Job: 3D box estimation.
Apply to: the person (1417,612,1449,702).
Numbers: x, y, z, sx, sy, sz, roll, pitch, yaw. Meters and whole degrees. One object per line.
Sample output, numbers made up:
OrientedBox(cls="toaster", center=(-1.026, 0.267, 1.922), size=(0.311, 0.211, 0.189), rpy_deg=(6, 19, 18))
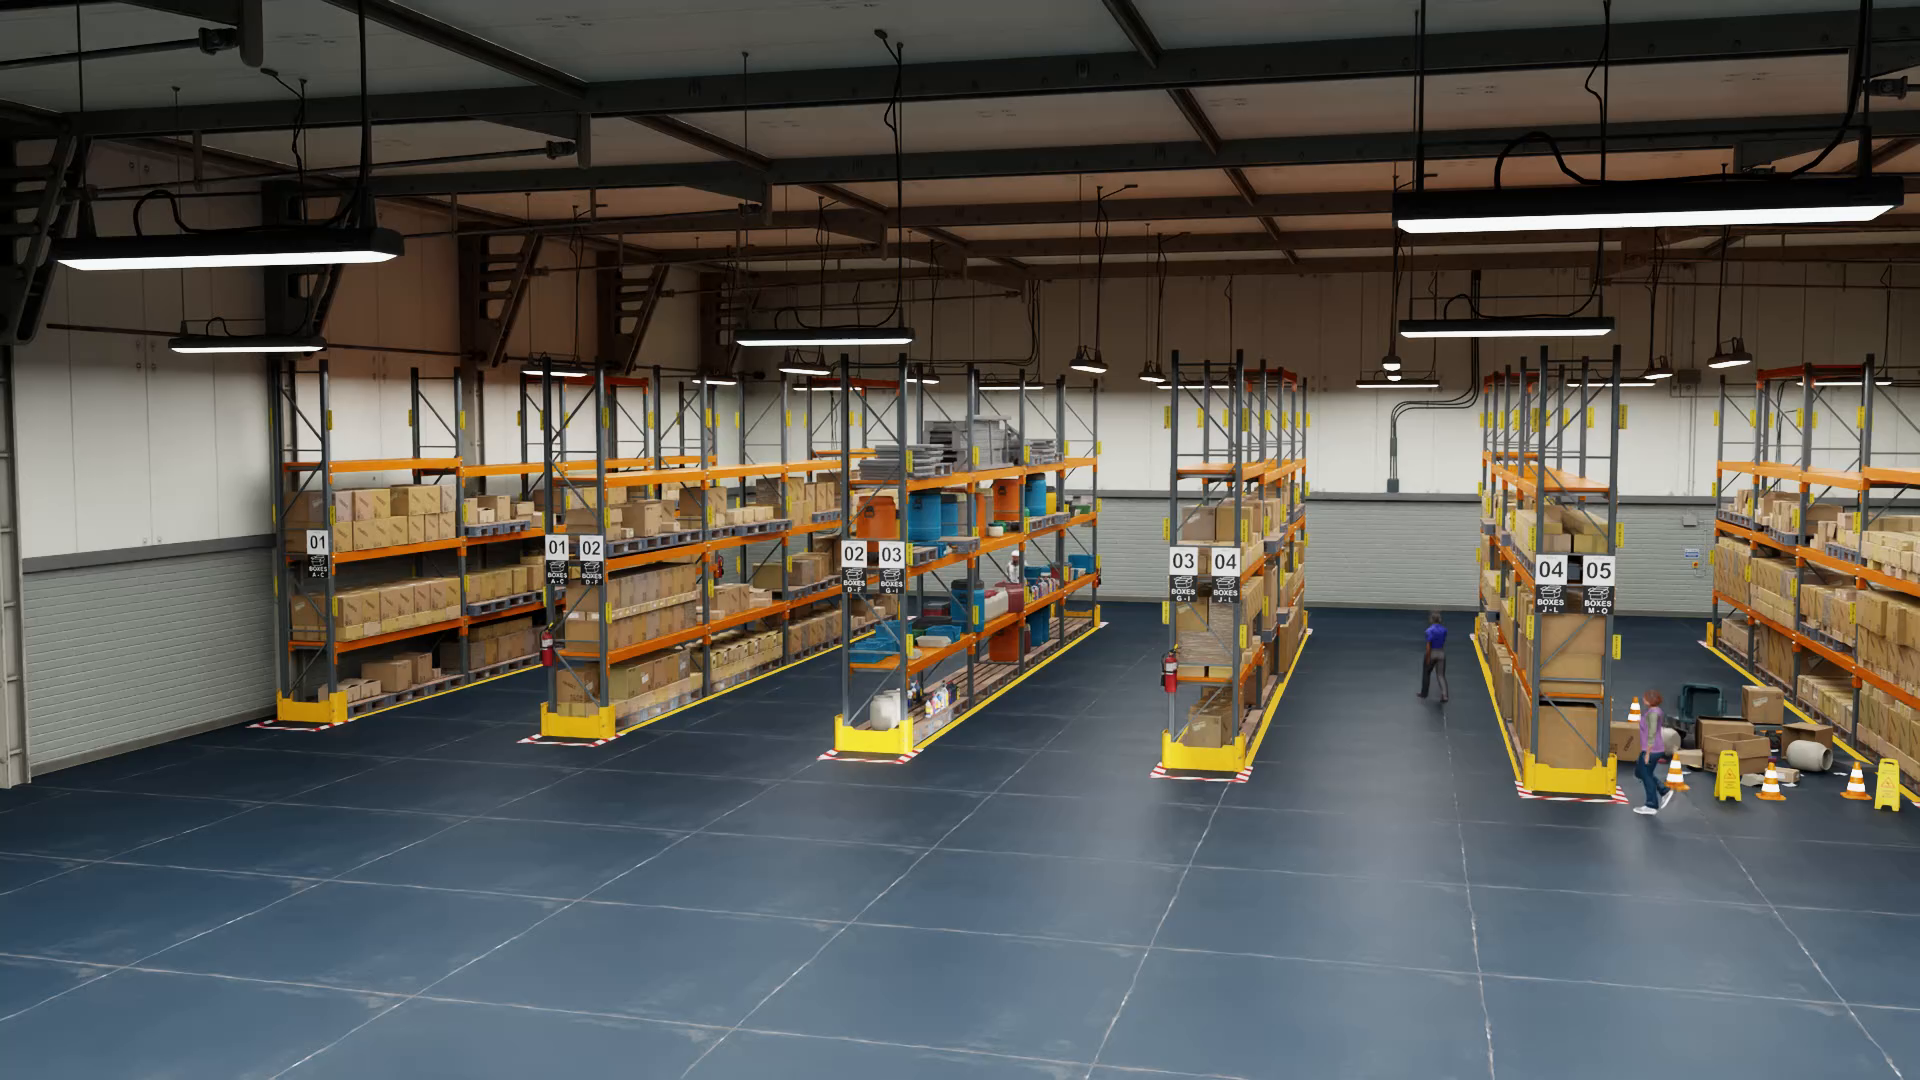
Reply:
OrientedBox(cls="person", center=(8.441, 2.071, 29.642), size=(0.424, 1.593, 0.986), rpy_deg=(-1, 4, -7))

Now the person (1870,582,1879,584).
OrientedBox(cls="person", center=(18.807, 1.710, 34.119), size=(0.503, 1.681, 0.444), rpy_deg=(-2, 4, -23))

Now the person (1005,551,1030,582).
OrientedBox(cls="person", center=(1.495, 1.098, 42.627), size=(0.671, 1.682, 0.715), rpy_deg=(2, 4, 24))

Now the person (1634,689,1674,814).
OrientedBox(cls="person", center=(8.799, 2.675, 21.038), size=(0.477, 1.589, 0.429), rpy_deg=(1, 4, 17))
